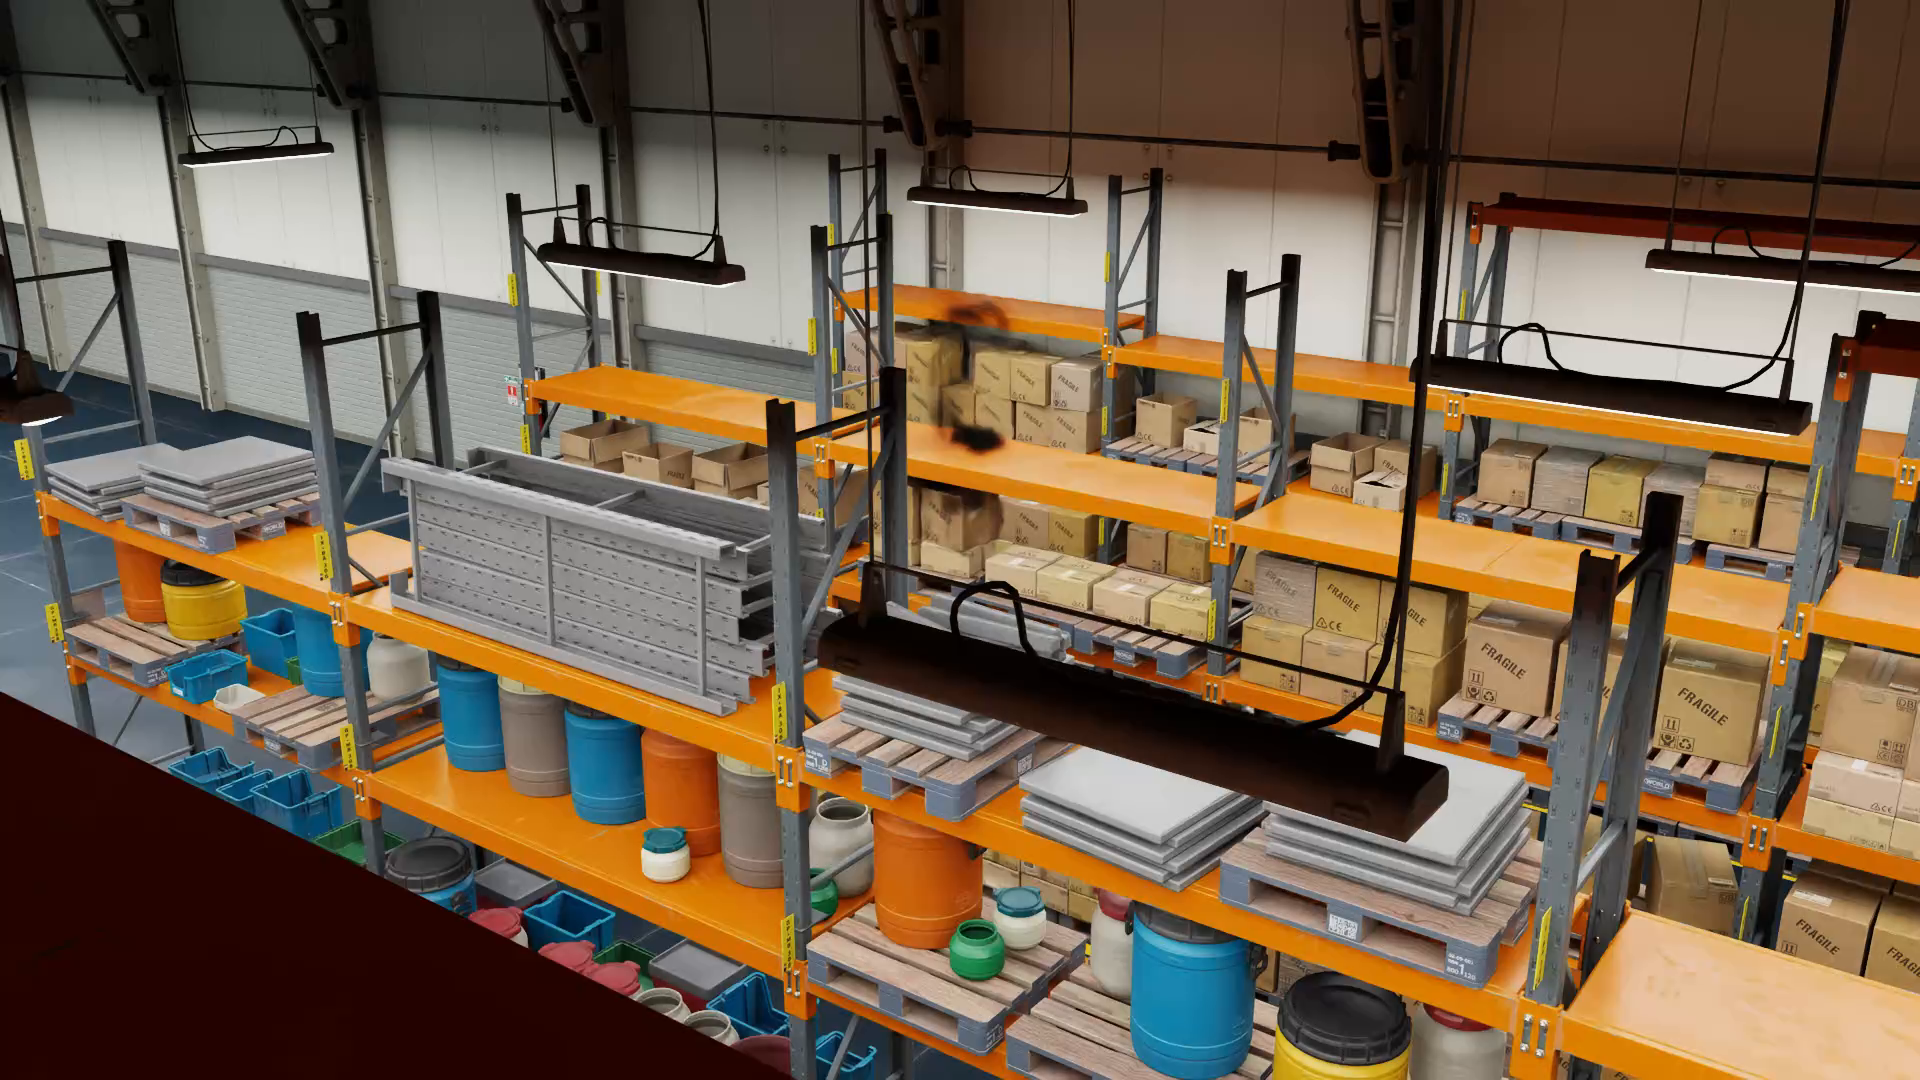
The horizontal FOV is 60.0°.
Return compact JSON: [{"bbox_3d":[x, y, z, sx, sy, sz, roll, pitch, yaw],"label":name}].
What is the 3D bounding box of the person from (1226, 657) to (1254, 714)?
[{"bbox_3d":[2.802,1.908,16.927,0.575,1.561,0.534,8,20,21],"label":"person"}]
